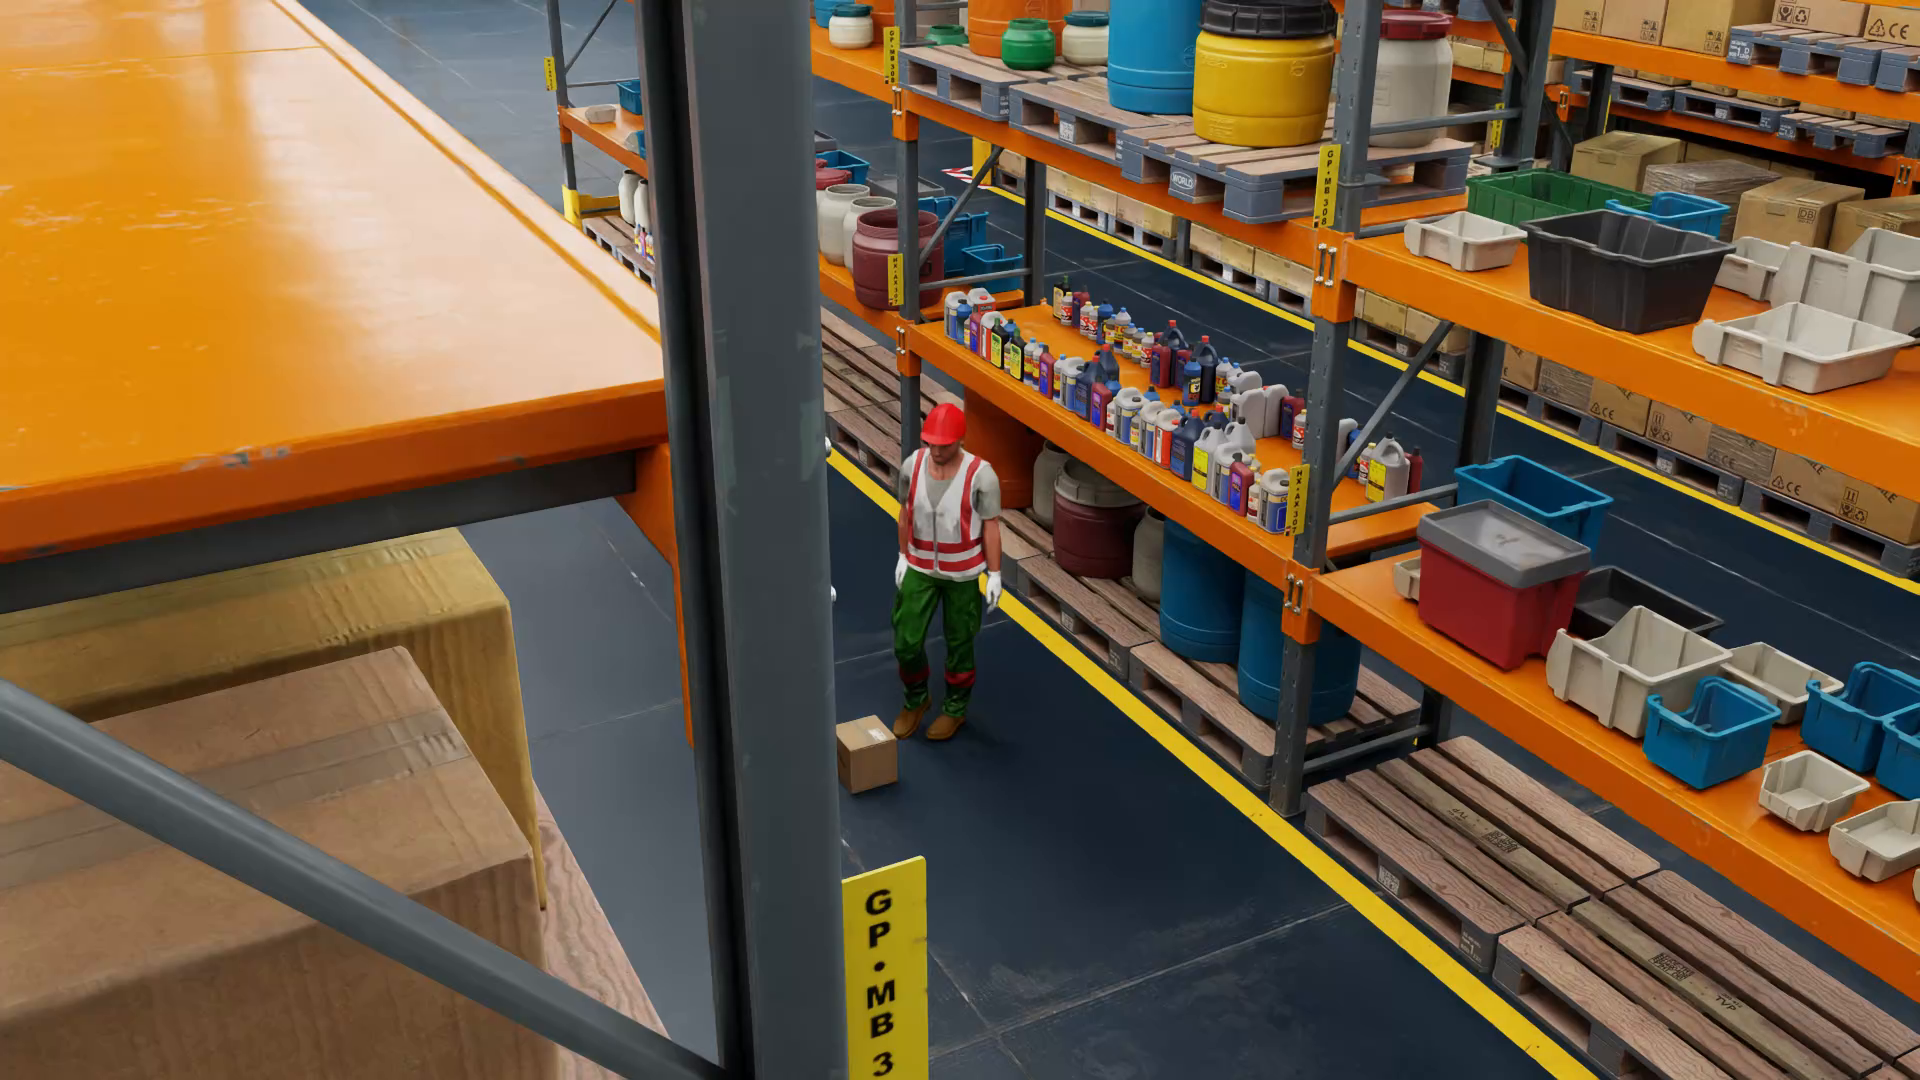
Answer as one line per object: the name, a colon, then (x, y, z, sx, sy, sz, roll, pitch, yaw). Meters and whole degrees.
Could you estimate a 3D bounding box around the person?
person: (-0.074, 0.191, 8.177, 0.568, 1.806, 0.441, 7, 26, 15)
